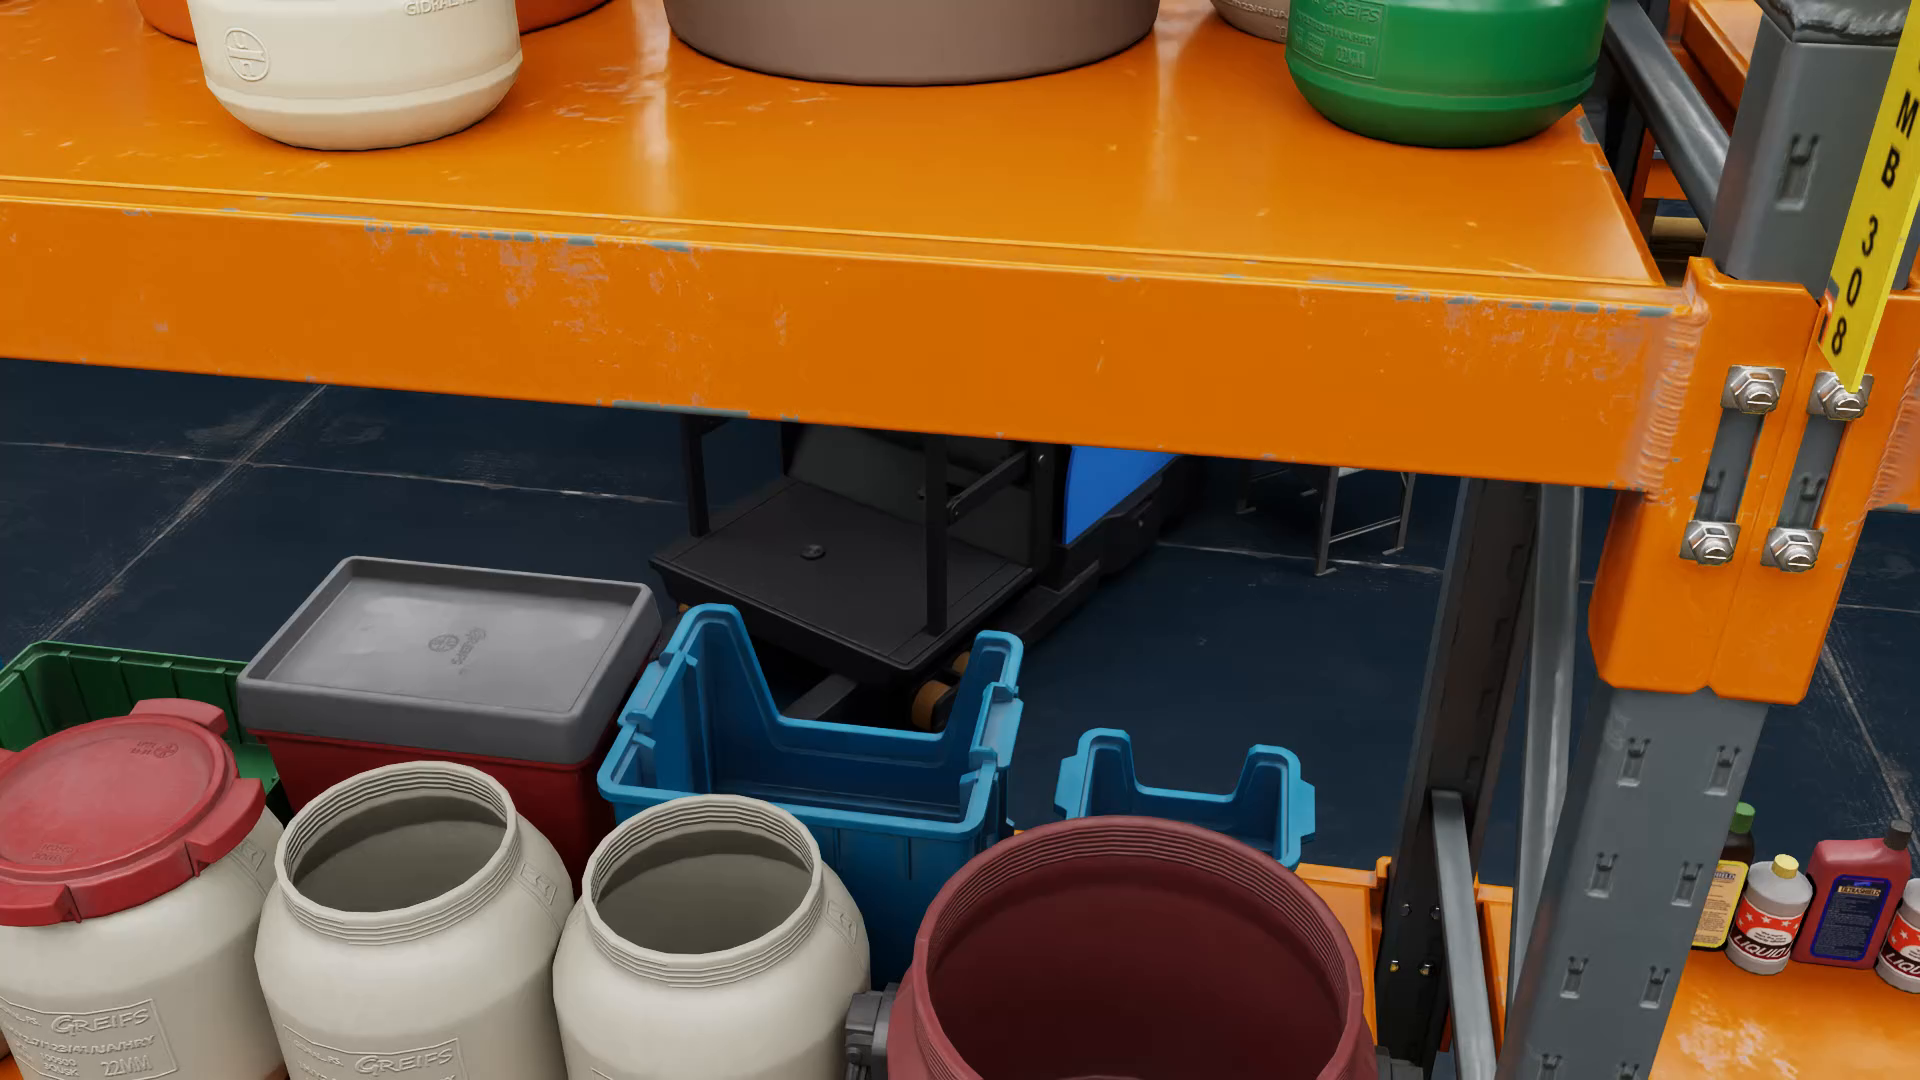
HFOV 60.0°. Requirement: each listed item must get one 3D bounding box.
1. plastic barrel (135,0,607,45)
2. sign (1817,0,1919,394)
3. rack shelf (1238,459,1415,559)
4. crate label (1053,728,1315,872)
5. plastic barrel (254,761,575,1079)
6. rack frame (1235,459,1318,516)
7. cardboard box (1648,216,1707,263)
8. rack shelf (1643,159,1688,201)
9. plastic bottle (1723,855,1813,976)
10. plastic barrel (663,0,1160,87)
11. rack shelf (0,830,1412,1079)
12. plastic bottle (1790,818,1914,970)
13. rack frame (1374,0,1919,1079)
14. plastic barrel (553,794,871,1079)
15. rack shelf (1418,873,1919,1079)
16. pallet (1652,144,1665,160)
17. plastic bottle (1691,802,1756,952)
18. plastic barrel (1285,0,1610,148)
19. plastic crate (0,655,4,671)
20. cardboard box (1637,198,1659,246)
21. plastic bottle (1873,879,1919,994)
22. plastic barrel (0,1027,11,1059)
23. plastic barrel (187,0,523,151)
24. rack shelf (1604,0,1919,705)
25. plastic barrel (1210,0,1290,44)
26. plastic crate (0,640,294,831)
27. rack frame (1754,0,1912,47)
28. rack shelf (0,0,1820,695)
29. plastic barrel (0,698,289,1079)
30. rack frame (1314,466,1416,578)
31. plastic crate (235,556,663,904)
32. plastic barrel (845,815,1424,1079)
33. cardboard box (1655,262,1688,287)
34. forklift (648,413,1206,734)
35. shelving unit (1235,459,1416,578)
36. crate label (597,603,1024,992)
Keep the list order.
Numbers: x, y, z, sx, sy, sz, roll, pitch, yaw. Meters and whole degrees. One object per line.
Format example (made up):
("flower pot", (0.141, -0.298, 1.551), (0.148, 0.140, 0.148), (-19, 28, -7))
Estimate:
("plastic barrel", (-0.700, -1.025, 1.828), (0.708, 0.830, 0.600), (5, 32, 8))
("sign", (0.632, -0.265, 1.117), (0.005, 0.325, 0.100), (5, 32, 8))
("rack shelf", (1.354, -0.314, 6.118), (0.431, 0.518, 0.480), (-16, 35, -23))
("crate label", (0.366, 0.511, 2.764), (0.416, 0.233, 0.303), (5, 32, 8))
("plastic barrel", (-0.747, 0.609, 2.345), (0.421, 0.512, 0.421), (0, 32, 0))
("rack frame", (1.241, -1.034, 5.923), (0.400, 2.100, 0.015), (-16, 35, -23))
("cardboard box", (3.026, -1.036, 7.019), (0.500, 0.500, 0.500), (4, 32, 6))
("rack shelf", (3.526, -1.433, 6.390), (4.000, 0.370, 1.077), (5, 32, 8))
("plastic bottle", (1.299, 0.591, 2.666), (0.097, 0.201, 0.097), (0, 32, 0))
("plastic barrel", (-0.055, -0.997, 1.716), (0.600, 0.901, 0.600), (0, 32, 0))
("rack shelf", (-1.254, 0.800, 2.822), (4.000, 0.370, 1.077), (5, 32, 8))
("plastic bottle", (1.416, 0.557, 2.643), (0.133, 0.283, 0.061), (5, 32, 8))
("rack frame", (0.718, 0.674, 2.346), (0.127, 3.000, 1.000), (5, 32, 8))
("plastic barrel", (-0.332, 0.647, 2.285), (0.421, 0.512, 0.421), (0, 32, 0))
("rack shelf", (2.689, 1.157, 2.252), (4.000, 0.370, 1.077), (5, 32, 8))
("pallet", (2.235, -1.811, 6.497), (1.003, 0.211, 1.213), (5, 32, 8))
("plastic bottle", (1.188, 0.536, 2.676), (0.133, 0.283, 0.061), (5, 32, 8))
("plastic barrel", (0.466, -0.527, 1.584), (0.294, 0.245, 0.294), (0, 32, 0))
("plastic crate", (-2.085, 0.260, 3.023), (0.575, 0.384, 0.392), (5, 32, 8))
("cardboard box", (2.572, -1.398, 6.890), (0.500, 0.250, 0.500), (6, 33, 10))
("plastic bottle", (1.526, 0.612, 2.633), (0.097, 0.201, 0.097), (0, 32, 0))
("plastic barrel", (-1.596, 0.525, 2.456), (0.433, 0.535, 0.433), (0, 32, 0))
("plastic barrel", (-0.575, -0.530, 1.573), (0.301, 0.262, 0.301), (0, 32, 0))
("rack shelf", (2.689, -0.114, 1.456), (4.000, 0.370, 1.077), (5, 32, 8))
("plastic barrel", (0.463, -0.833, 1.821), (0.421, 0.512, 0.421), (0, 32, 0))
("plastic crate", (-1.461, 0.415, 2.960), (0.662, 0.188, 0.450), (5, 32, 8))
("rack frame", (0.718, -1.869, 0.754), (0.127, 3.000, 1.000), (5, 32, 8))
("rack shelf", (-1.254, -0.471, 2.026), (4.000, 0.370, 1.077), (5, 32, 8))
("plastic barrel", (-1.169, 0.564, 2.394), (0.433, 0.535, 0.433), (0, 32, 0))
("rack frame", (1.468, -0.805, 5.557), (0.400, 2.100, 0.015), (-16, 35, -23))
("plastic crate", (-0.824, 0.343, 2.815), (0.583, 0.464, 0.402), (5, 32, 8))
("plastic barrel", (0.209, 0.733, 2.123), (0.708, 0.536, 0.600), (5, 32, 8))
("cardboard box", (2.966, -0.762, 6.581), (0.500, 0.500, 0.500), (5, 32, 8))
("forklift", (-0.320, -0.921, 4.959), (1.130, 2.935, 3.031), (21, 38, 29))
("shelving unit", (1.354, -0.919, 5.740), (0.431, 2.100, 0.503), (-16, 35, -23))
("crate label", (-0.216, 0.429, 2.704), (0.616, 0.435, 0.502), (5, 32, 8))
